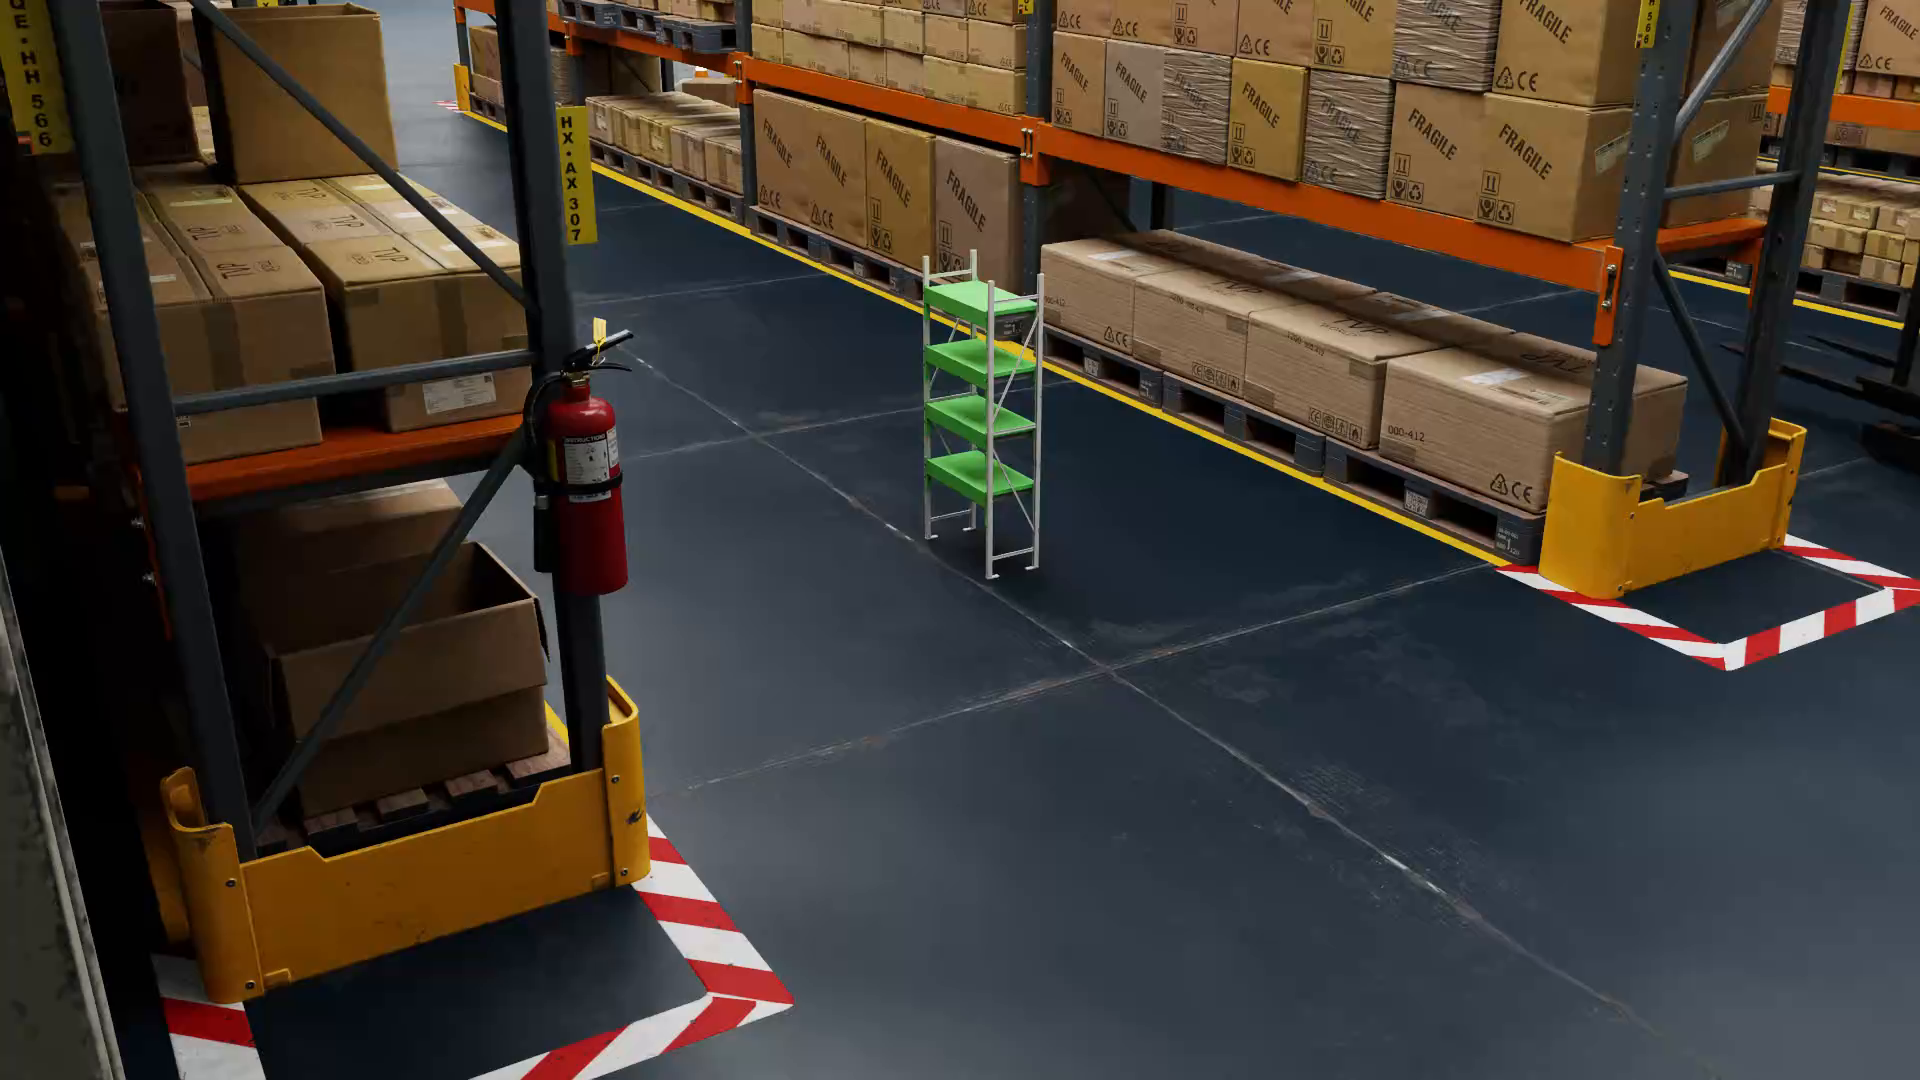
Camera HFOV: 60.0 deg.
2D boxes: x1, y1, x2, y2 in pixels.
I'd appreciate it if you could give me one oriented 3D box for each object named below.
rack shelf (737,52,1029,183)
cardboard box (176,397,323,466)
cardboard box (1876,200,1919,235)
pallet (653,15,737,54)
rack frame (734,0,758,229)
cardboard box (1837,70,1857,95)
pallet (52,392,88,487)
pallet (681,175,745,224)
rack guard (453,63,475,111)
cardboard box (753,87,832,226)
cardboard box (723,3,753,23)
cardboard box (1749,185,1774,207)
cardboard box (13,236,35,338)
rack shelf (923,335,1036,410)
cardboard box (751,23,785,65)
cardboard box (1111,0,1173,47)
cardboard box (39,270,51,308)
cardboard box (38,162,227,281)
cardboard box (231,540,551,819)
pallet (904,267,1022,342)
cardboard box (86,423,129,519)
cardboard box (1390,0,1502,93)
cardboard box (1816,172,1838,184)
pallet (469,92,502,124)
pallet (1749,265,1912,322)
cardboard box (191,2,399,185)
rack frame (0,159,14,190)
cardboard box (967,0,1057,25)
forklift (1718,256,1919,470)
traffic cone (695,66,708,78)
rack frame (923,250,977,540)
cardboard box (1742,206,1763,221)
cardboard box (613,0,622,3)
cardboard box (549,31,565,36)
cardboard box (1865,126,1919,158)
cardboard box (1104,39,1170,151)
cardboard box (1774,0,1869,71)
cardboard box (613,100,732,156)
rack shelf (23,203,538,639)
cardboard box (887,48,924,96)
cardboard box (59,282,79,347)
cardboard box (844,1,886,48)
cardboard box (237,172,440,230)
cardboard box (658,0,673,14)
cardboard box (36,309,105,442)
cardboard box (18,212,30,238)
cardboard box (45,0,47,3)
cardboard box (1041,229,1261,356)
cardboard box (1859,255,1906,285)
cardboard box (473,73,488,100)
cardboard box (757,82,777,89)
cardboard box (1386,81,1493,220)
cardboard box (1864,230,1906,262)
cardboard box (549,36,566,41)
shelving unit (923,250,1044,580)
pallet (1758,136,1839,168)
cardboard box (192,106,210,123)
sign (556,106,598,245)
[{"bbox_3d":[-0.199,-2.933,11.171,1.077,0.370,4.000,-13,25,-28],"label":"rack shelf"},{"bbox_3d":[-1.800,-0.307,4.089,0.380,0.149,0.250,-13,25,-29],"label":"cardboard box"},{"bbox_3d":[5.959,-2.011,10.387,0.380,0.149,0.250,-14,26,-30],"label":"cardboard box"},{"bbox_3d":[-1.677,-4.035,13.181,1.213,0.211,1.003,-13,25,-28],"label":"pallet"},{"bbox_3d":[-1.221,-3.913,12.628,1.000,3.000,0.127,-13,25,-28],"label":"rack frame"},{"bbox_3d":[5.604,-2.915,10.506,0.380,0.149,0.250,-11,25,-26],"label":"cardboard box"},{"bbox_3d":[-3.891,-0.627,8.245,1.003,0.211,1.213,-13,25,-28],"label":"pallet"},{"bbox_3d":[-1.619,-2.875,13.776,1.003,0.211,1.213,-13,25,-28],"label":"pallet"},{"bbox_3d":[-5.269,-5.321,19.409,1.175,0.500,0.348,-13,25,-28],"label":"rack guard"},{"bbox_3d":[-0.940,-2.884,12.359,0.875,0.875,0.875,-13,25,-29],"label":"cardboard box"},{"bbox_3d":[-1.591,-4.052,12.746,0.380,0.149,0.250,-12,25,-26],"label":"cardboard box"},{"bbox_3d":[5.438,-2.349,11.216,0.380,0.149,0.250,-13,26,-30],"label":"cardboard box"},{"bbox_3d":[-5.009,-1.470,9.378,0.500,0.500,0.500,-11,25,-26],"label":"cardboard box"},{"bbox_3d":[0.085,-0.665,6.559,0.258,0.148,0.480,-13,25,-28],"label":"rack shelf"},{"bbox_3d":[-1.187,-3.637,12.147,0.500,0.250,0.500,-13,26,-29],"label":"cardboard box"},{"bbox_3d":[1.110,-2.763,8.336,0.500,0.500,0.500,-13,25,-29],"label":"cardboard box"},{"bbox_3d":[-4.149,-1.225,7.913,0.380,0.149,0.250,-12,25,-28],"label":"cardboard box"},{"bbox_3d":[-2.641,-1.032,5.342,0.500,0.250,0.500,-13,25,-28],"label":"cardboard box"},{"bbox_3d":[-1.631,0.378,4.828,0.797,0.503,0.637,-14,26,-30],"label":"cardboard box"},{"bbox_3d":[0.363,-1.562,10.546,1.003,0.211,1.213,-13,25,-28],"label":"pallet"},{"bbox_3d":[-3.309,-0.352,6.880,0.500,0.311,0.500,-12,25,-26],"label":"cardboard box"},{"bbox_3d":[2.122,-2.107,6.723,0.500,0.500,0.500,-13,25,-28],"label":"cardboard box"},{"bbox_3d":[5.795,-2.434,11.428,0.380,0.149,0.250,-12,25,-27],"label":"cardboard box"},{"bbox_3d":[-4.884,-4.917,18.800,1.003,0.211,1.213,-13,25,-28],"label":"pallet"},{"bbox_3d":[6.027,-1.706,10.899,1.003,0.211,1.213,-13,25,-28],"label":"pallet"},{"bbox_3d":[-2.166,-1.468,5.419,0.500,0.500,0.500,-12,25,-27],"label":"cardboard box"},{"bbox_3d":[-5.486,-2.957,10.276,1.000,3.000,0.127,-13,25,-28],"label":"rack frame"},{"bbox_3d":[0.378,-3.224,9.472,0.500,0.500,0.500,-12,25,-27],"label":"cardboard box"},{"bbox_3d":[4.980,-1.734,7.356,1.130,2.935,3.031,-9,24,-20],"label":"forklift"},{"bbox_3d":[-3.198,-5.760,20.541,0.336,0.463,0.334,-13,25,-28],"label":"traffic cone"},{"bbox_3d":[-0.040,-0.581,6.820,0.240,1.200,0.015,-13,25,-28],"label":"rack frame"},{"bbox_3d":[5.434,-2.212,11.274,0.380,0.149,0.250,-14,26,-31],"label":"cardboard box"},{"bbox_3d":[-2.828,-4.796,14.575,0.380,0.149,0.250,-12,25,-27],"label":"cardboard box"},{"bbox_3d":[-4.153,-5.229,17.963,0.500,0.500,0.500,-13,26,-29],"label":"cardboard box"},{"bbox_3d":[8.998,-3.938,14.953,1.225,0.875,0.875,-13,25,-28],"label":"cardboard box"},{"bbox_3d":[1.090,-2.299,8.523,0.500,0.500,0.500,-12,25,-28],"label":"cardboard box"},{"bbox_3d":[5.548,-3.250,10.468,0.500,0.500,0.500,-13,26,-29],"label":"cardboard box"},{"bbox_3d":[-2.624,-3.784,15.242,0.950,0.372,0.625,-11,25,-25],"label":"cardboard box"},{"bbox_3d":[-2.421,-0.682,5.633,1.077,0.370,4.000,-13,25,-28],"label":"rack shelf"},{"bbox_3d":[-0.124,-2.978,10.525,0.500,0.250,0.500,-13,26,-30],"label":"cardboard box"},{"bbox_3d":[-2.520,-0.712,5.085,0.380,0.149,0.250,-12,25,-28],"label":"cardboard box"},{"bbox_3d":[-0.420,-3.366,10.816,0.500,0.250,0.500,-12,25,-27],"label":"cardboard box"},{"bbox_3d":[-1.919,-0.961,5.169,0.500,0.250,0.500,-13,26,-29],"label":"cardboard box"},{"bbox_3d":[-2.231,-4.368,13.521,0.380,0.149,0.250,-12,25,-27],"label":"cardboard box"},{"bbox_3d":[-3.948,-0.801,7.733,0.500,0.500,0.500,-13,25,-28],"label":"cardboard box"},{"bbox_3d":[-4.945,-1.728,9.153,0.380,0.149,0.250,-13,26,-29],"label":"cardboard box"},{"bbox_3d":[-4.493,-2.707,8.965,0.797,0.503,0.637,-13,26,-29],"label":"cardboard box"},{"bbox_3d":[1.051,-1.402,9.295,0.875,0.438,0.875,-13,25,-29],"label":"cardboard box"},{"bbox_3d":[5.898,-1.719,10.457,0.380,0.149,0.250,-12,25,-27],"label":"cardboard box"},{"bbox_3d":[-5.133,-5.110,18.665,0.500,0.250,0.500,-13,25,-29],"label":"cardboard box"},{"bbox_3d":[-1.749,-4.753,17.008,0.500,0.500,0.500,-13,25,-28],"label":"cardboard box"},{"bbox_3d":[2.148,-1.641,6.904,0.500,0.500,0.500,-13,26,-29],"label":"cardboard box"},{"bbox_3d":[5.897,-1.856,10.399,0.380,0.149,0.250,-11,25,-26],"label":"cardboard box"},{"bbox_3d":[-4.320,-4.946,17.265,0.500,0.500,0.500,-11,25,-25],"label":"cardboard box"},{"bbox_3d":[0.085,-0.502,6.626,0.258,1.200,0.503,-13,25,-28],"label":"shelving unit"},{"bbox_3d":[8.256,-3.864,16.208,1.003,0.211,1.213,-13,25,-28],"label":"pallet"},{"bbox_3d":[-2.973,-1.613,6.772,0.500,0.250,0.500,-12,25,-27],"label":"cardboard box"},{"bbox_3d":[-0.933,-0.873,3.999,0.100,0.325,0.005,-13,25,-28],"label":"sign"}]
